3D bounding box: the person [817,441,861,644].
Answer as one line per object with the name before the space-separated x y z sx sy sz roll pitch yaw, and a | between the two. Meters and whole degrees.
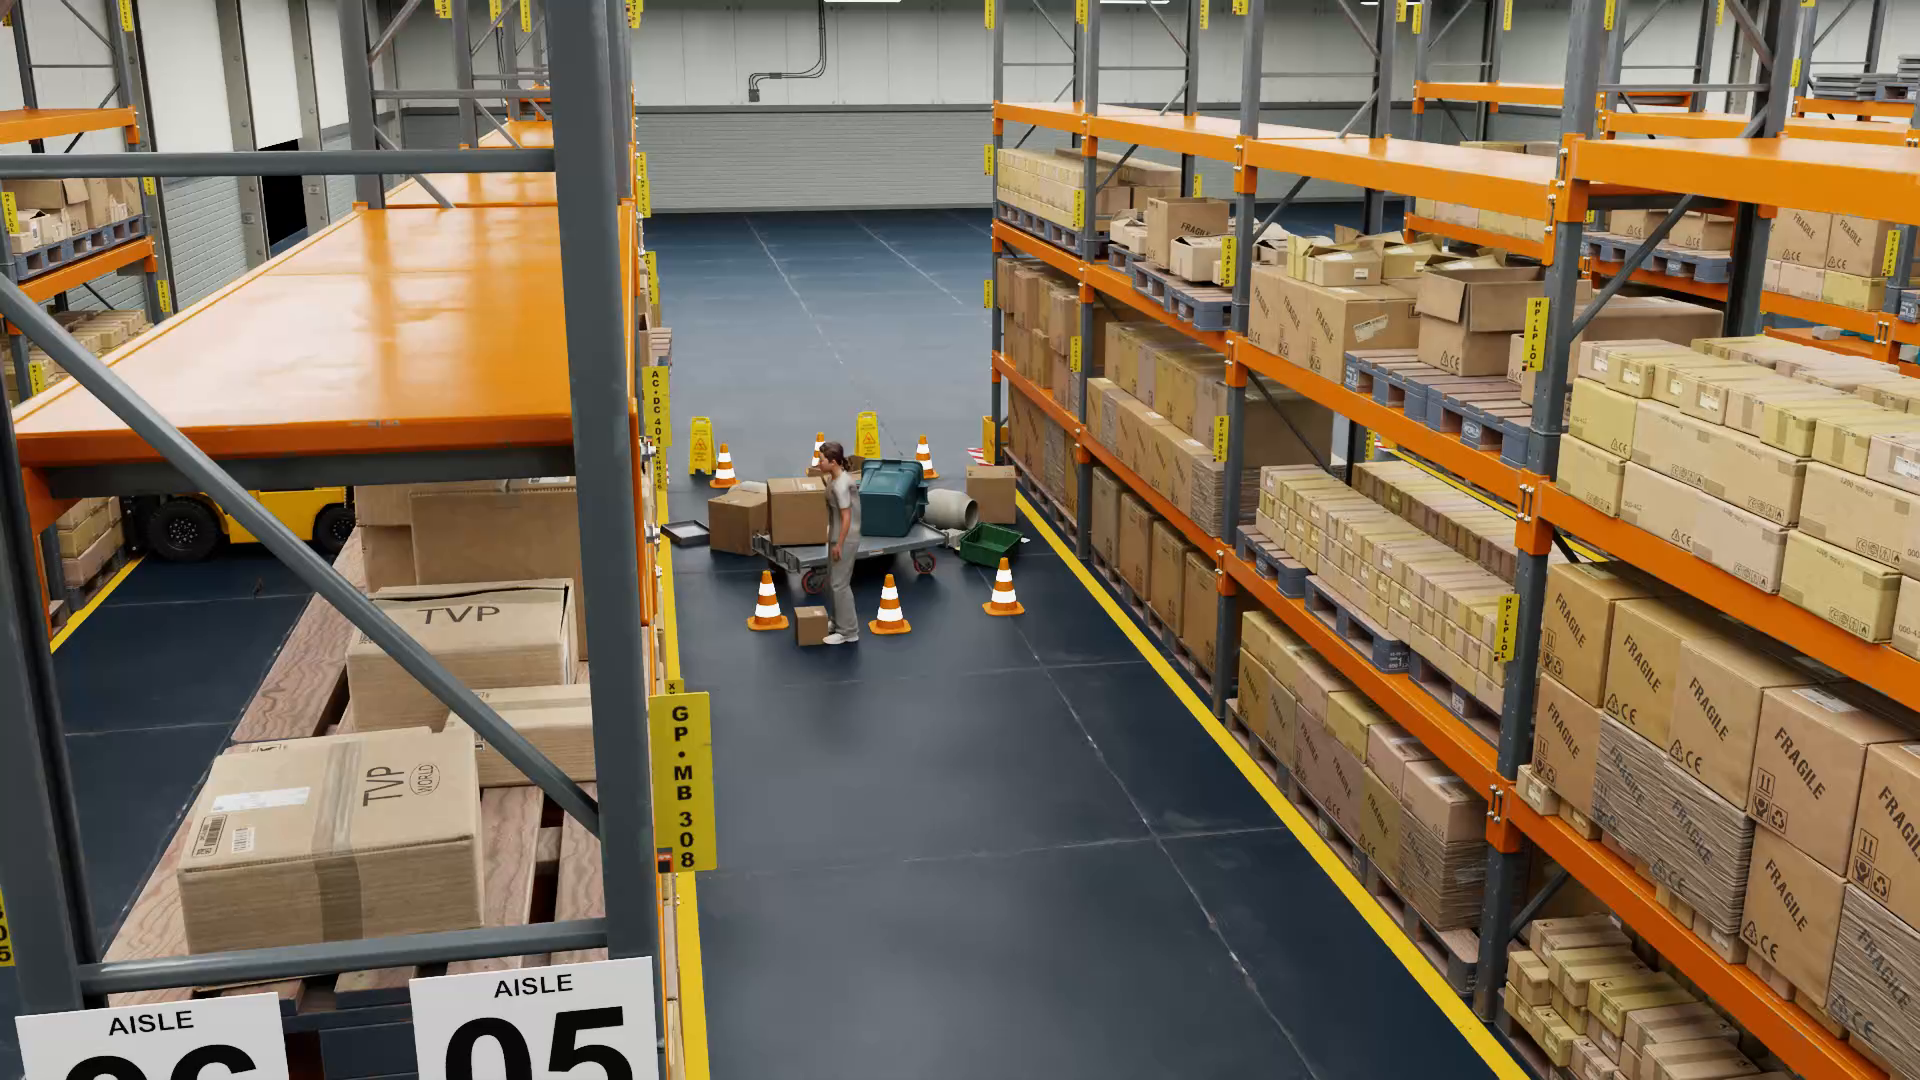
person | -0.982 0.008 13.518 0.356 1.670 0.487 -3 17 -10
